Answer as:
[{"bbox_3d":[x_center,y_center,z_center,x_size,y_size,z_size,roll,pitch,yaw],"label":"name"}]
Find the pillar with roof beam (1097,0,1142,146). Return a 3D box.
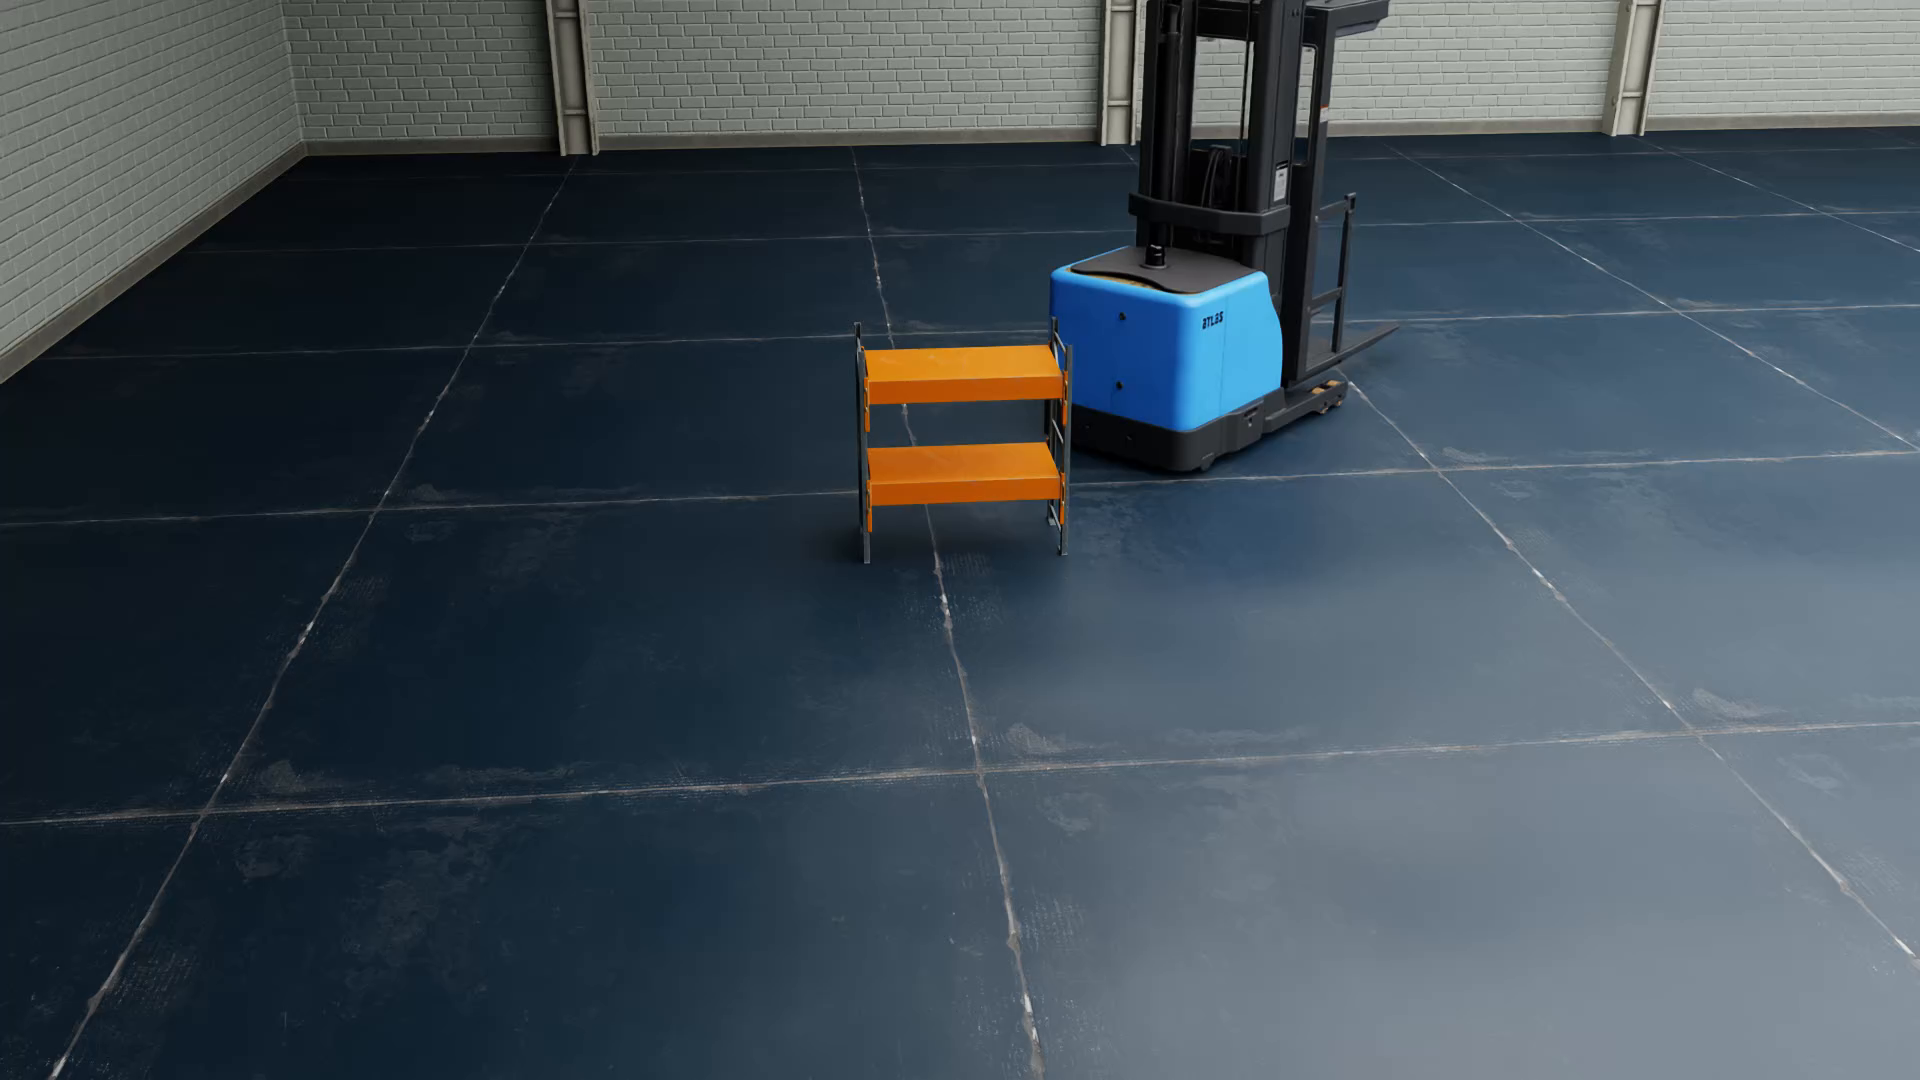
[{"bbox_3d":[2.196,-6.892,13.176,0.400,9.000,9.100,-2,24,-5],"label":"pillar with roof beam"}]

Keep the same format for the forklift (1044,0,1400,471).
[{"bbox_3d":[1.838,-2.253,10.211,1.130,2.935,3.031,19,30,36],"label":"forklift"}]

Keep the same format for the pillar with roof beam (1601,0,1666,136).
[{"bbox_3d":[8.167,-7.131,13.715,0.400,9.000,9.100,-2,24,-5],"label":"pillar with roof beam"}]

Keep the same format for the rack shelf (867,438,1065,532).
[{"bbox_3d":[0.007,-0.291,8.621,1.000,0.278,0.538,-2,24,-5],"label":"rack shelf"}]

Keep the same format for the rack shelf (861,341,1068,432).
[{"bbox_3d":[0.007,-0.782,8.403,1.000,0.278,0.538,-2,24,-5],"label":"rack shelf"}]

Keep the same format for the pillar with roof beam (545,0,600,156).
[{"bbox_3d":[-3.775,-6.652,12.637,0.400,9.000,9.100,-2,24,-5],"label":"pillar with roof beam"}]

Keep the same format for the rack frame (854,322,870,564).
[{"bbox_3d":[-0.499,-0.494,8.476,0.032,1.125,0.500,-2,24,-5],"label":"rack frame"}]

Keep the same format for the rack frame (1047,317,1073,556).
[{"bbox_3d":[0.513,-0.535,8.568,0.032,1.125,0.500,-2,24,-5],"label":"rack frame"}]

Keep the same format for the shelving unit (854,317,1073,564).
[{"bbox_3d":[0.007,-0.514,8.522,1.048,1.125,0.538,-2,24,-5],"label":"shelving unit"}]
